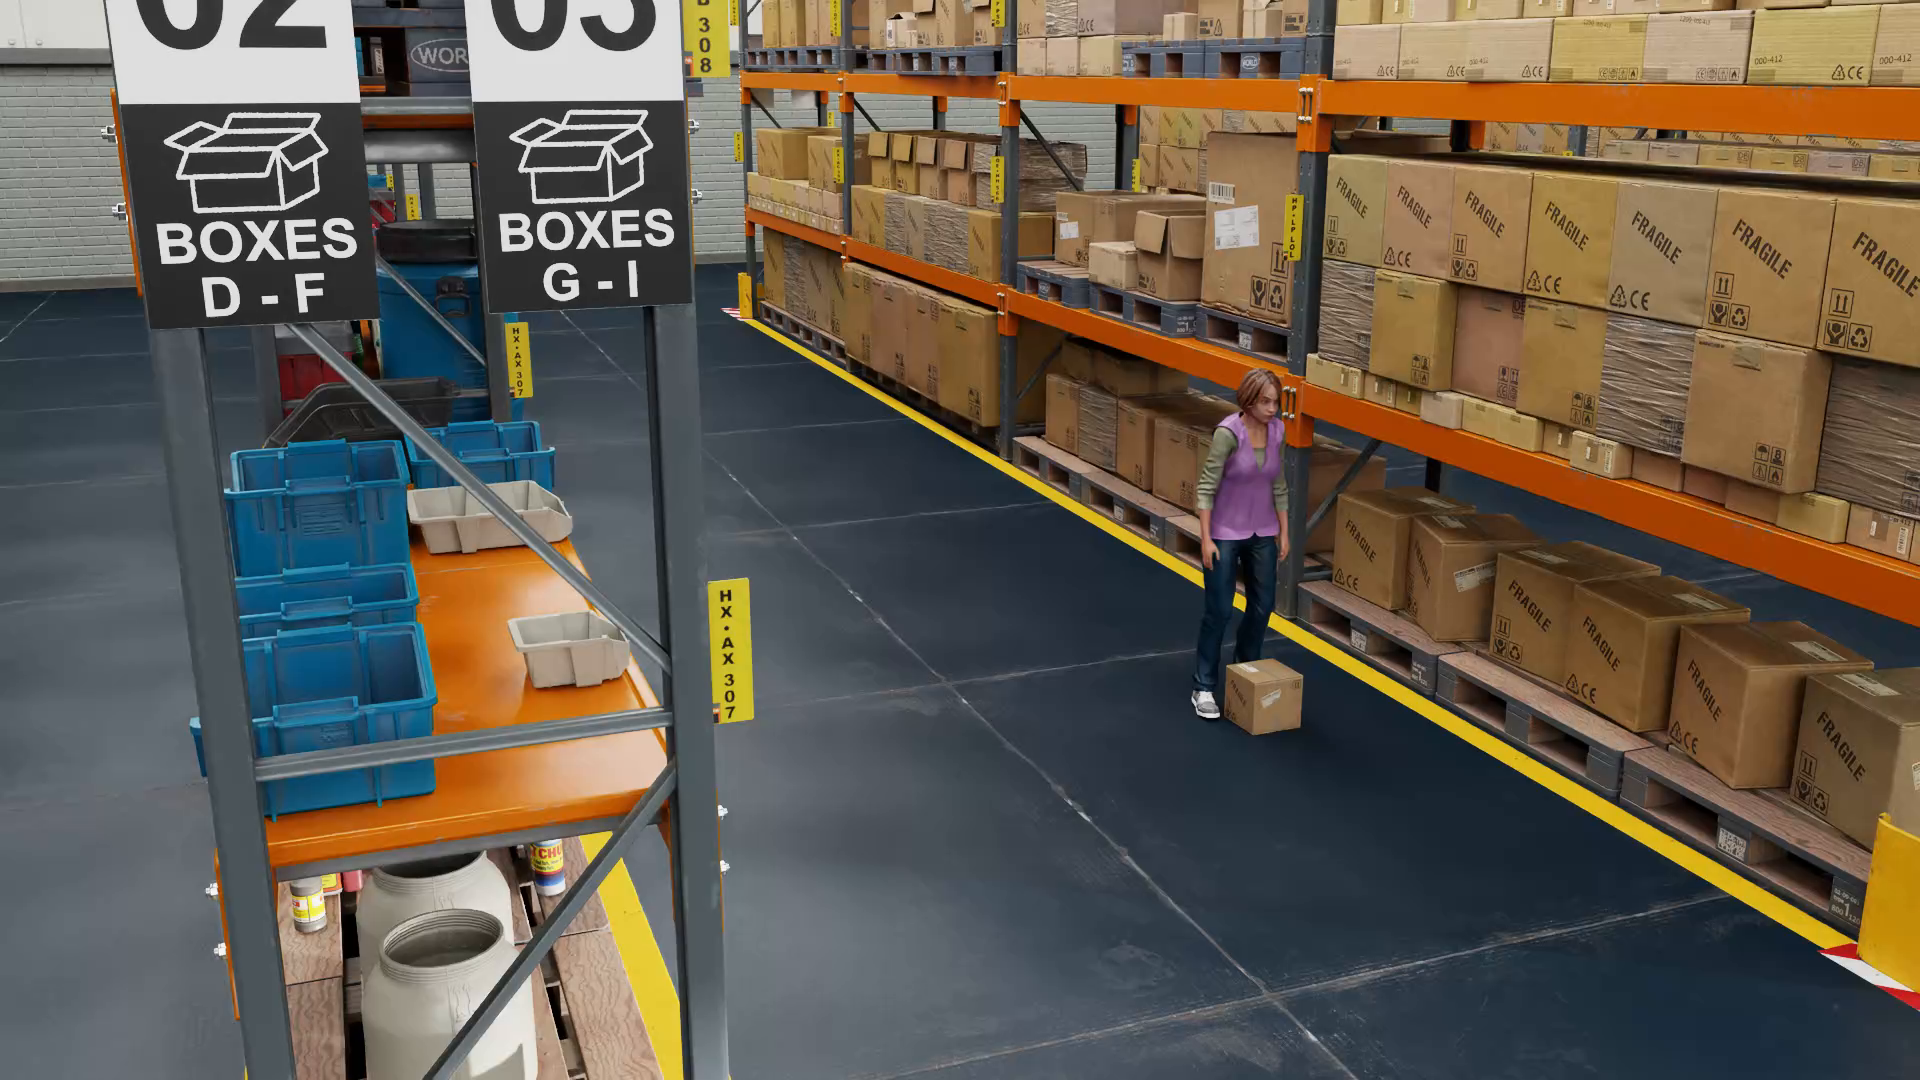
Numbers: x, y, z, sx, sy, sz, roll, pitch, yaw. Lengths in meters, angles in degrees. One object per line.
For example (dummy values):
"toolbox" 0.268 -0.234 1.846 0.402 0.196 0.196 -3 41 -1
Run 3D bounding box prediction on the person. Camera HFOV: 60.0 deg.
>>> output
"person" 1.277 0.010 7.544 0.462 1.575 0.343 -6 17 -19
